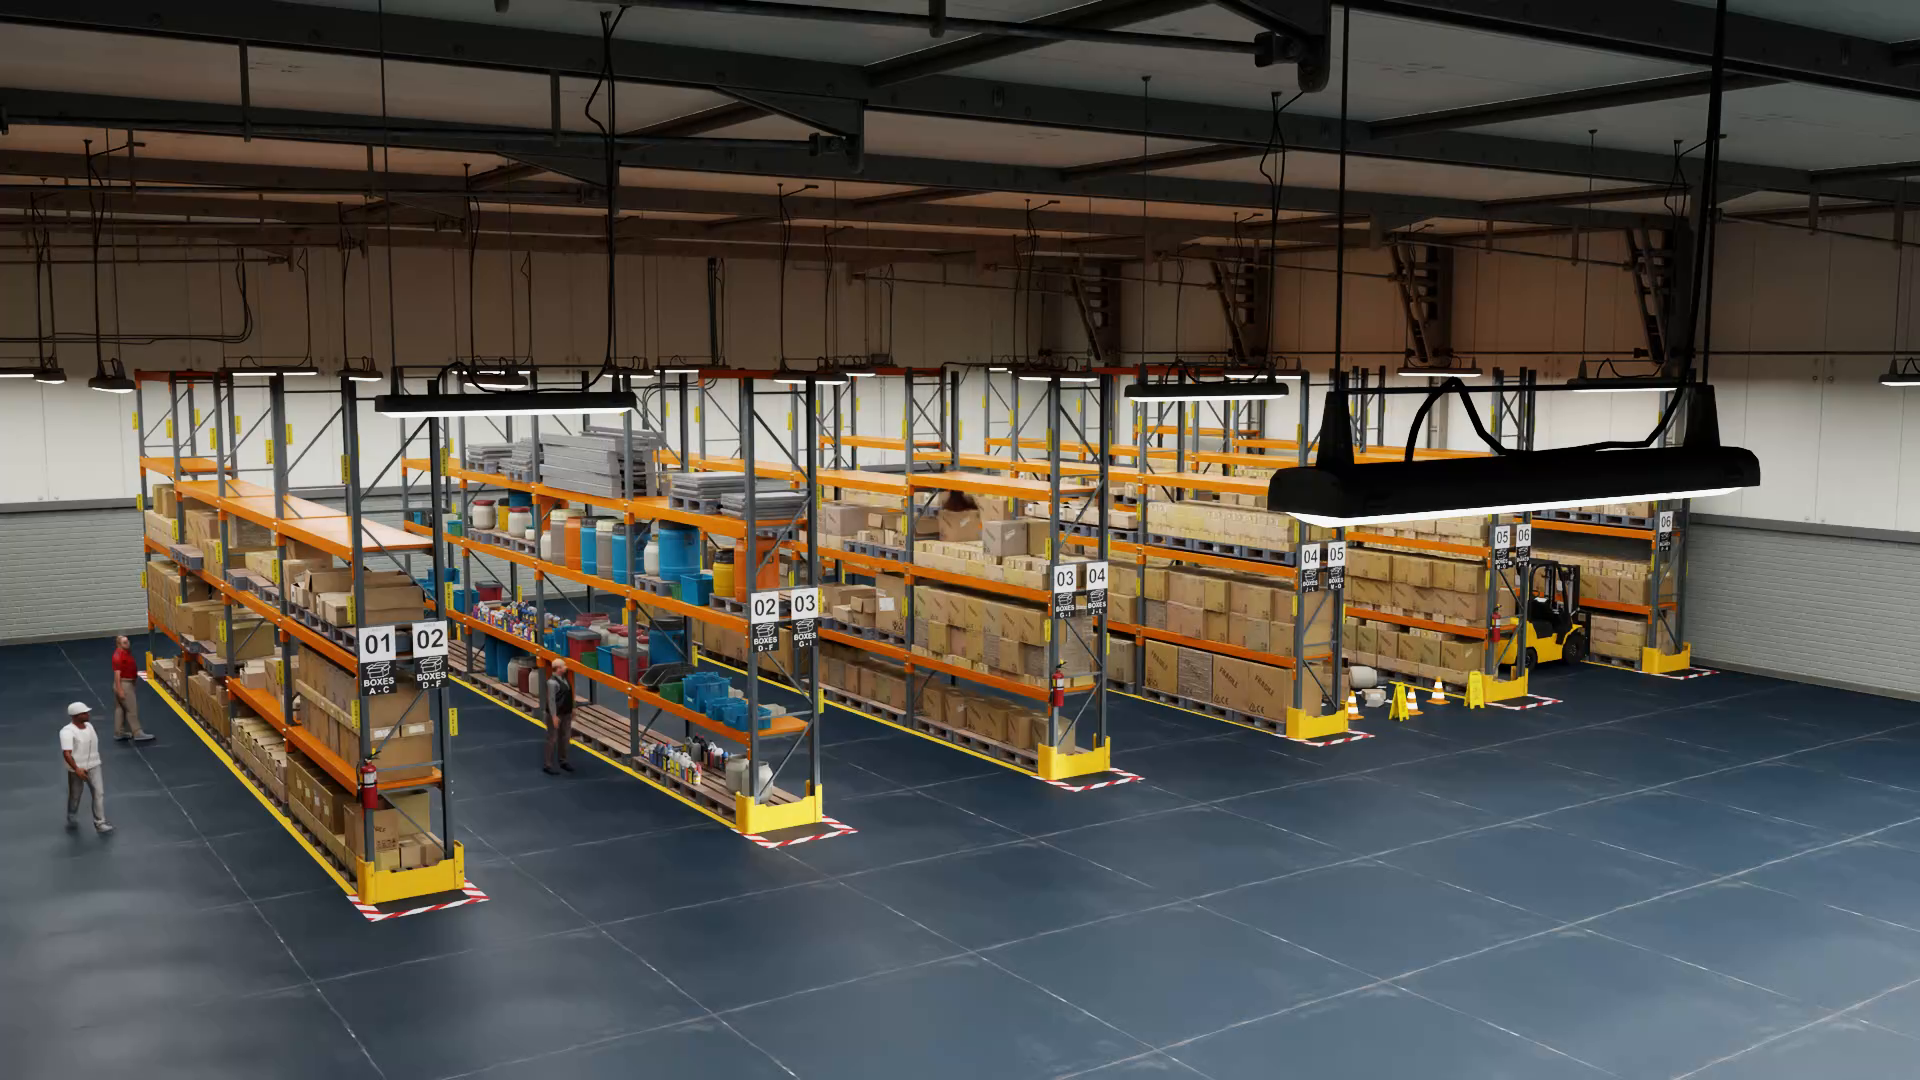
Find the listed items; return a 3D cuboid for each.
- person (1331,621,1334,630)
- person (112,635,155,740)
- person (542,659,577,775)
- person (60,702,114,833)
[{"bbox_3d":[8.049,1.388,36.065,0.498,1.788,0.631,0,6,-3],"label":"person"},{"bbox_3d":[-13.567,2.404,27.240,0.587,1.721,0.563,-3,7,-28],"label":"person"},{"bbox_3d":[-6.057,2.645,25.109,0.402,1.739,0.568,3,7,24],"label":"person"},{"bbox_3d":[-11.598,3.002,21.958,1.010,1.729,0.506,6,9,44],"label":"person"}]
